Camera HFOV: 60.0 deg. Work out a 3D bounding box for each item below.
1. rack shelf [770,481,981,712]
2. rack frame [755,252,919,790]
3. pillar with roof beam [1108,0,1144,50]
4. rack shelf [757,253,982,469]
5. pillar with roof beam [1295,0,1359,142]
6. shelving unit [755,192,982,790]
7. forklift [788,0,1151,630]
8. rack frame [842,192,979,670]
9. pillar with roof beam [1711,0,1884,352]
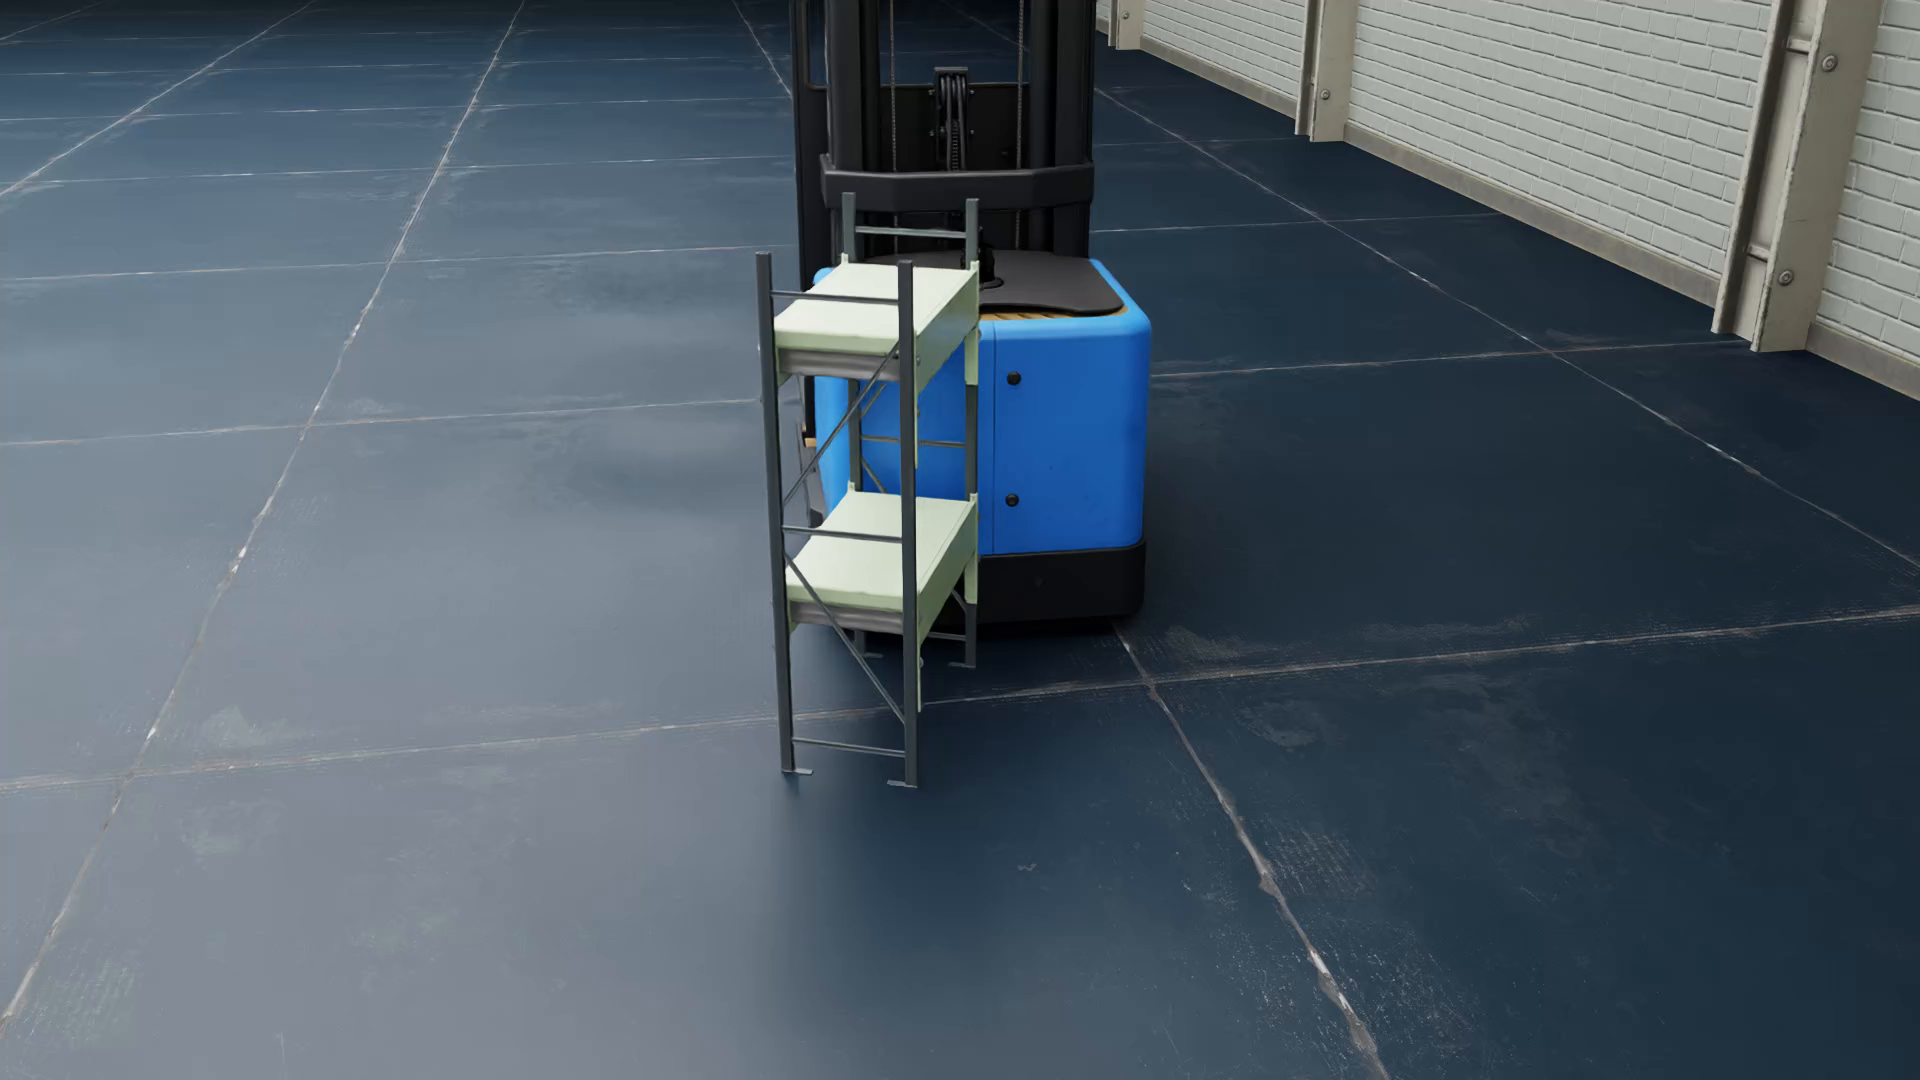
[{"bbox_3d":[-0.227,0.146,4.857,0.431,0.370,0.720,5,24,12],"label":"rack shelf"},{"bbox_3d":[-0.312,-0.010,4.400,0.400,1.500,0.023,5,24,12],"label":"rack frame"},{"bbox_3d":[-2.298,-9.566,16.910,9.100,9.000,0.400,-4,24,-10],"label":"pillar with roof beam"},{"bbox_3d":[-0.227,-0.511,4.570,0.431,0.370,0.720,5,24,12],"label":"rack shelf"},{"bbox_3d":[-1.188,-7.206,11.506,9.100,9.000,0.400,-4,24,-10],"label":"pillar with roof beam"},{"bbox_3d":[-0.227,-0.153,4.726,0.431,1.500,0.755,5,24,12],"label":"shelving unit"},{"bbox_3d":[-0.095,-1.606,6.265,1.130,2.935,3.031,-3,24,-7],"label":"forklift"},{"bbox_3d":[-0.143,-0.296,5.053,0.400,1.500,0.023,5,24,12],"label":"rack frame"},{"bbox_3d":[-0.079,-4.846,6.102,9.100,9.000,0.400,-4,24,-10],"label":"pillar with roof beam"}]
